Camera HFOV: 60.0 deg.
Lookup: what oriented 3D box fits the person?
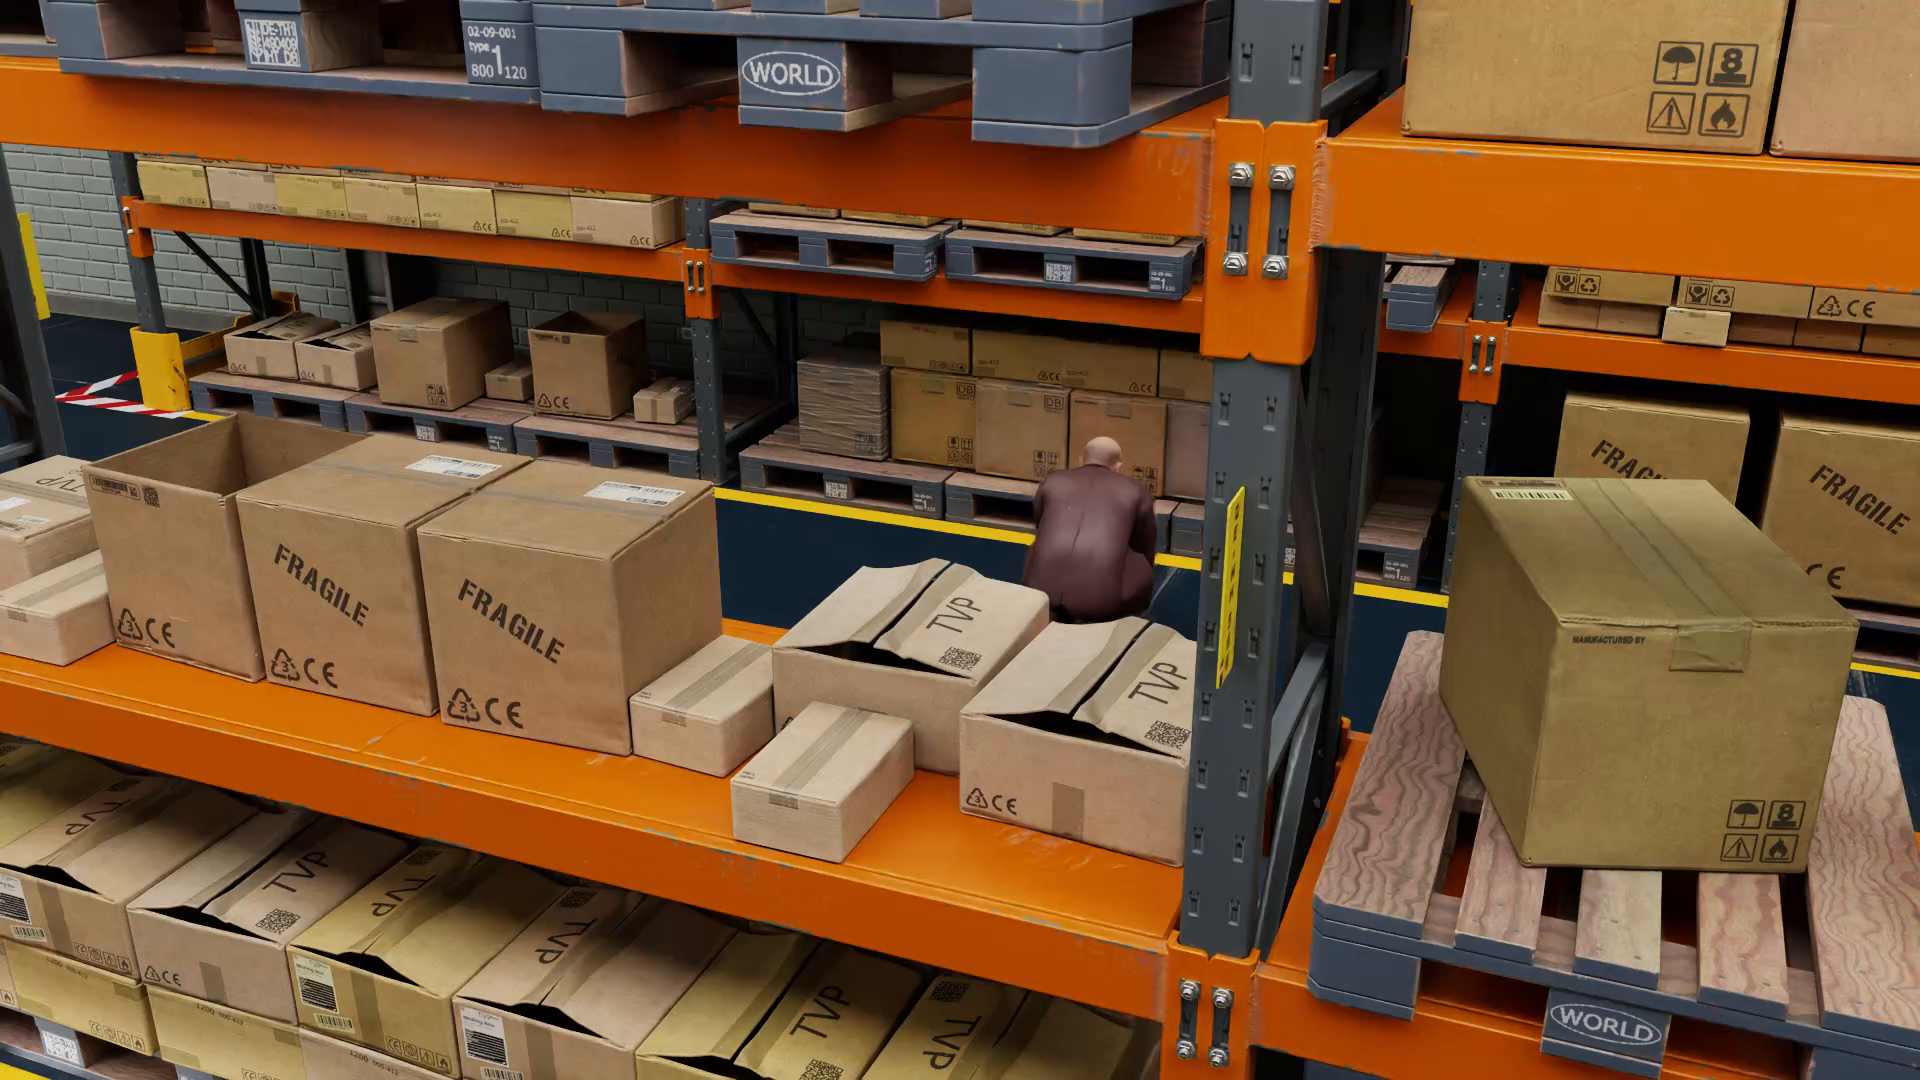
[{"bbox_3d":[0.560,0.096,7.143,0.599,0.858,0.896,9,24,20],"label":"person"}]
